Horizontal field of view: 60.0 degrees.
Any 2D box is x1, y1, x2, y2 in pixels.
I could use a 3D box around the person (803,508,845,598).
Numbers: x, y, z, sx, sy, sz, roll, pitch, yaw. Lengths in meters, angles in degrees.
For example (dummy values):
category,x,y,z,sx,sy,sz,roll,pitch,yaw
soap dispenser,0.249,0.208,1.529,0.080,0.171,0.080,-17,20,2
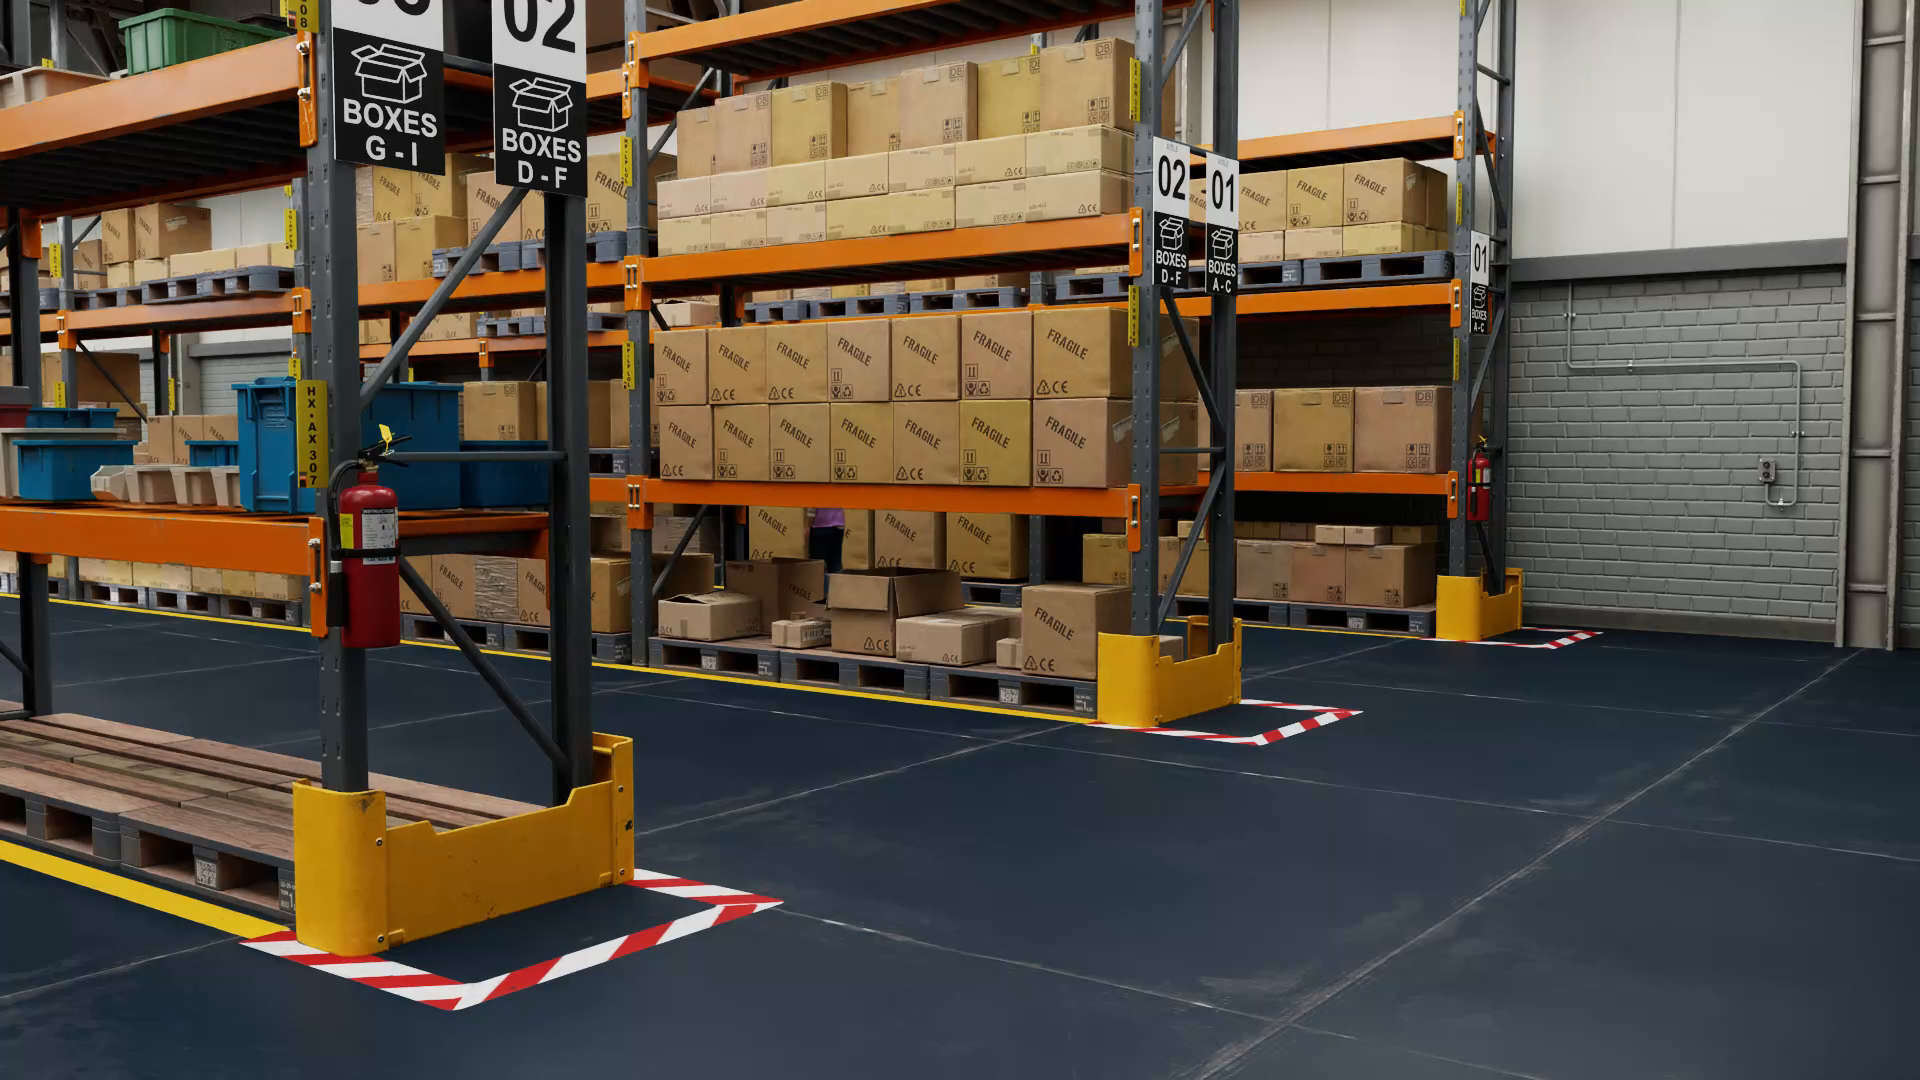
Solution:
category,x,y,z,sx,sy,sz,roll,pitch,yaw
person,-1.170,-0.069,14.457,0.391,1.652,0.413,3,4,37
